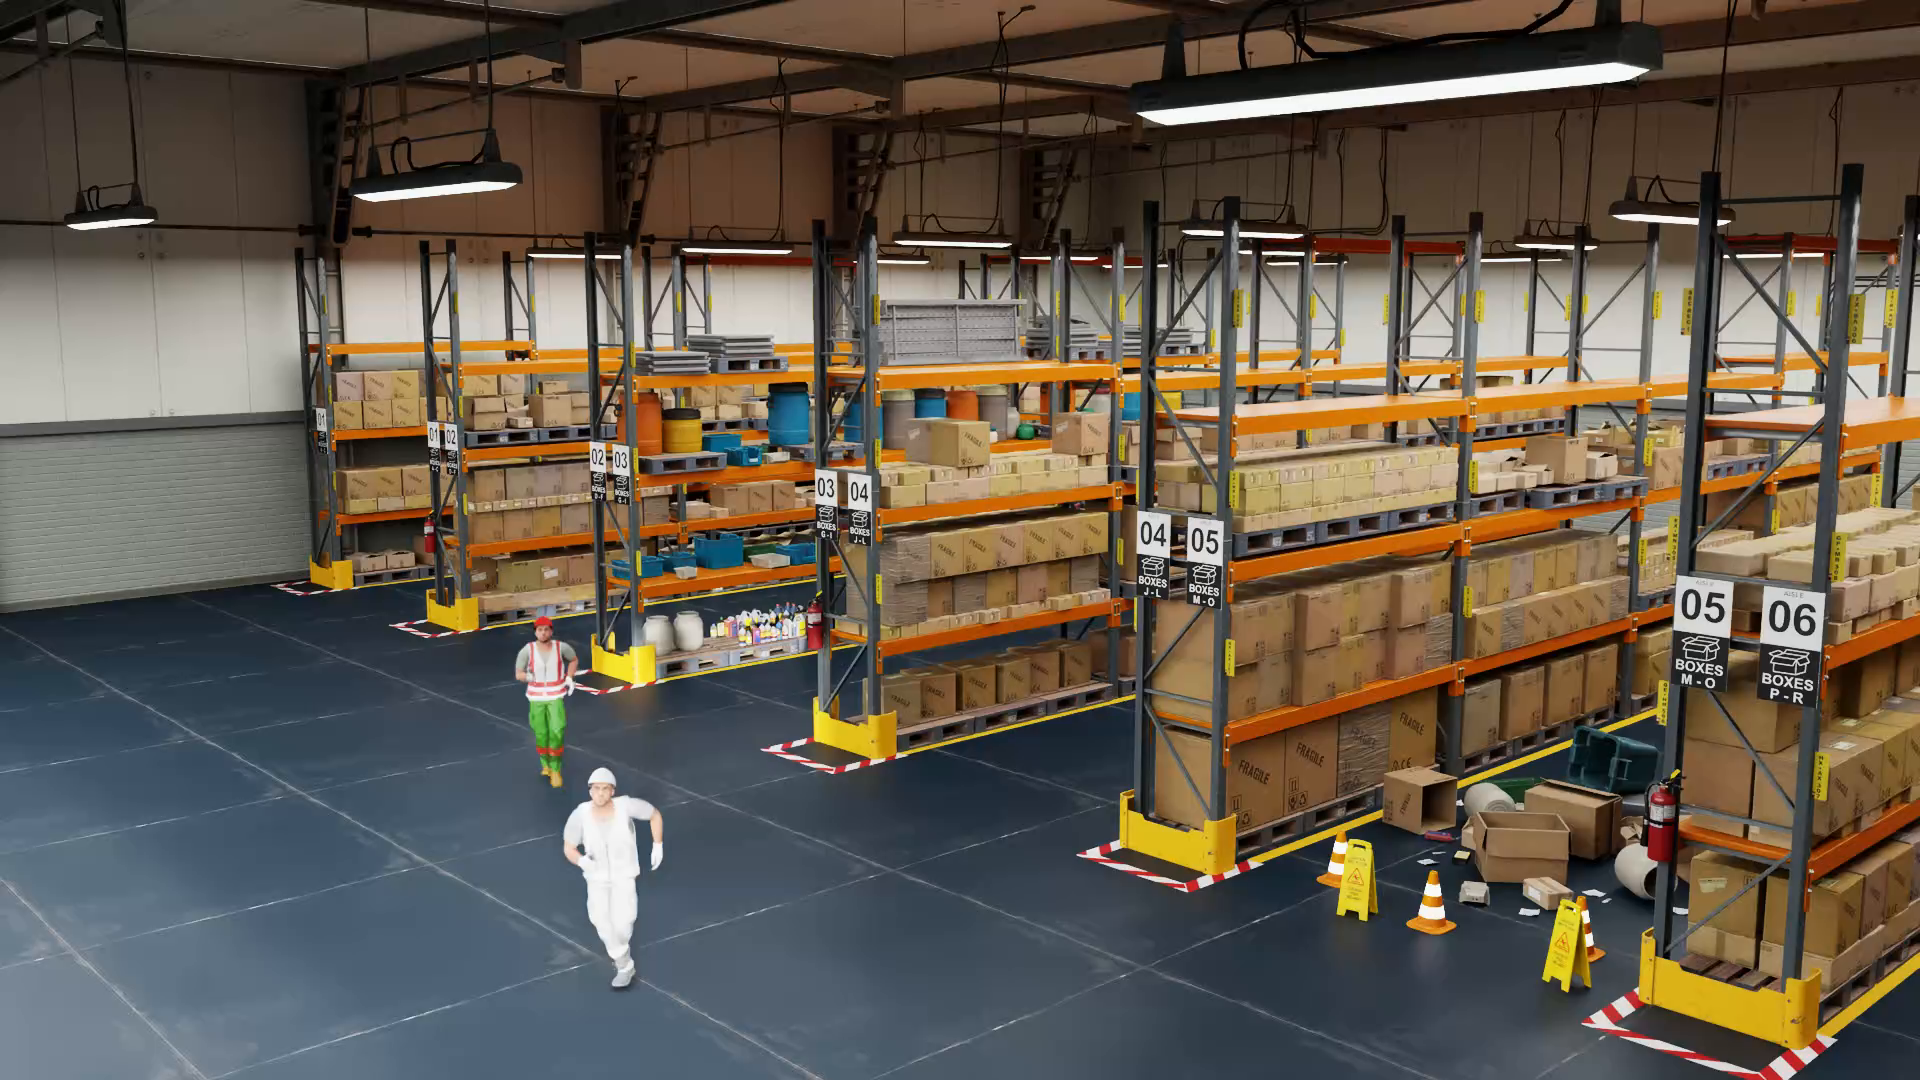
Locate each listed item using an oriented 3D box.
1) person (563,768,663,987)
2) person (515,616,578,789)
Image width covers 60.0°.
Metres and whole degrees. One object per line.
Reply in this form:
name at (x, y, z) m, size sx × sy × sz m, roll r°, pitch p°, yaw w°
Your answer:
person at (-2.564, 2.519, 12.282) m, size 0.707 × 1.726 × 0.645 m, roll -1°, pitch 8°, yaw -5°
person at (-4.375, 1.712, 17.613) m, size 0.632 × 1.824 × 0.705 m, roll -1°, pitch 8°, yaw -9°
